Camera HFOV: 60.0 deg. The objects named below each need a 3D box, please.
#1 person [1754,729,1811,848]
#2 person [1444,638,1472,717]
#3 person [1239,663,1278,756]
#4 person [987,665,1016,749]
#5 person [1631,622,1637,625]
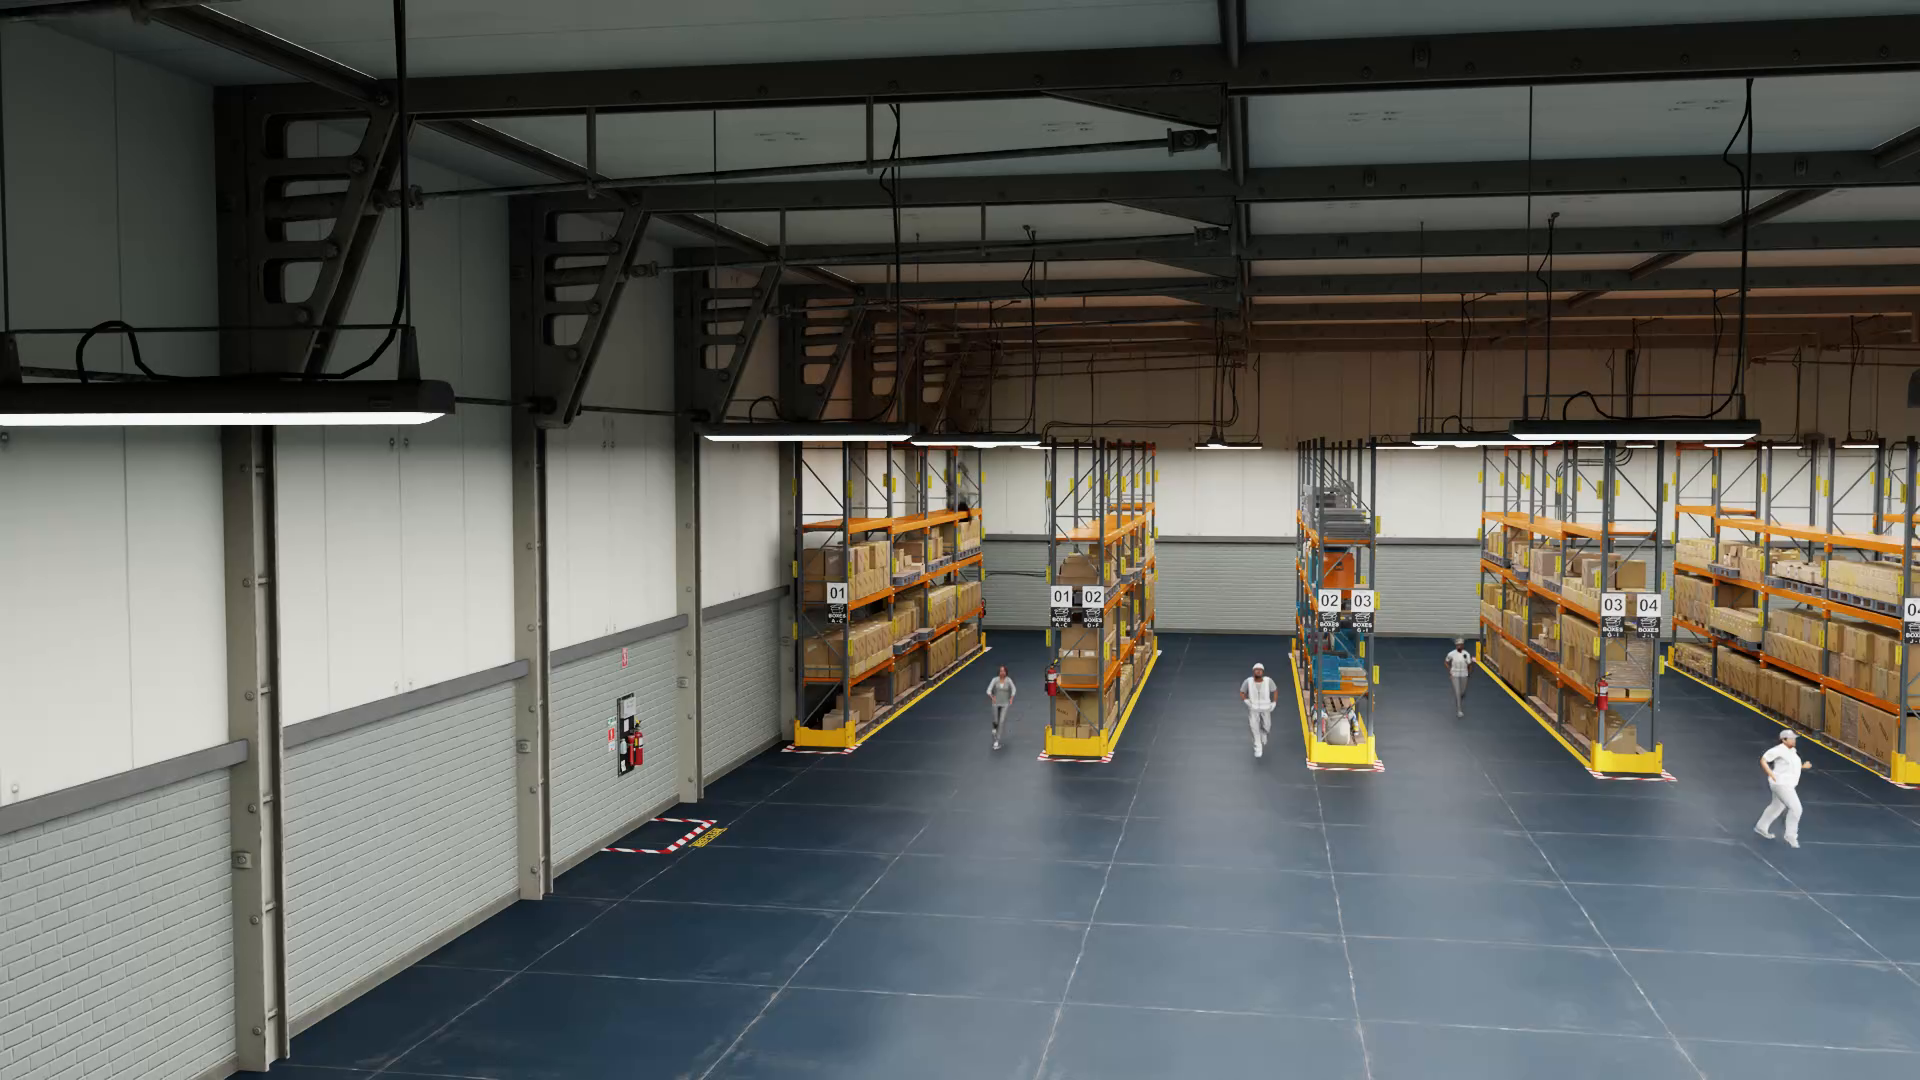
[{"bbox_3d":[12.027,3.622,24.318,0.754,1.738,0.574,3,4,42],"label":"person"},{"bbox_3d":[10.889,2.980,36.323,0.577,1.686,0.760,0,3,6],"label":"person"},{"bbox_3d":[5.650,3.196,31.467,0.727,1.733,0.590,0,3,6],"label":"person"},{"bbox_3d":[0.809,3.239,32.425,0.576,1.593,0.686,0,3,-2],"label":"person"},{"bbox_3d":[17.610,2.618,43.154,0.578,1.653,0.774,1,3,16],"label":"person"}]
